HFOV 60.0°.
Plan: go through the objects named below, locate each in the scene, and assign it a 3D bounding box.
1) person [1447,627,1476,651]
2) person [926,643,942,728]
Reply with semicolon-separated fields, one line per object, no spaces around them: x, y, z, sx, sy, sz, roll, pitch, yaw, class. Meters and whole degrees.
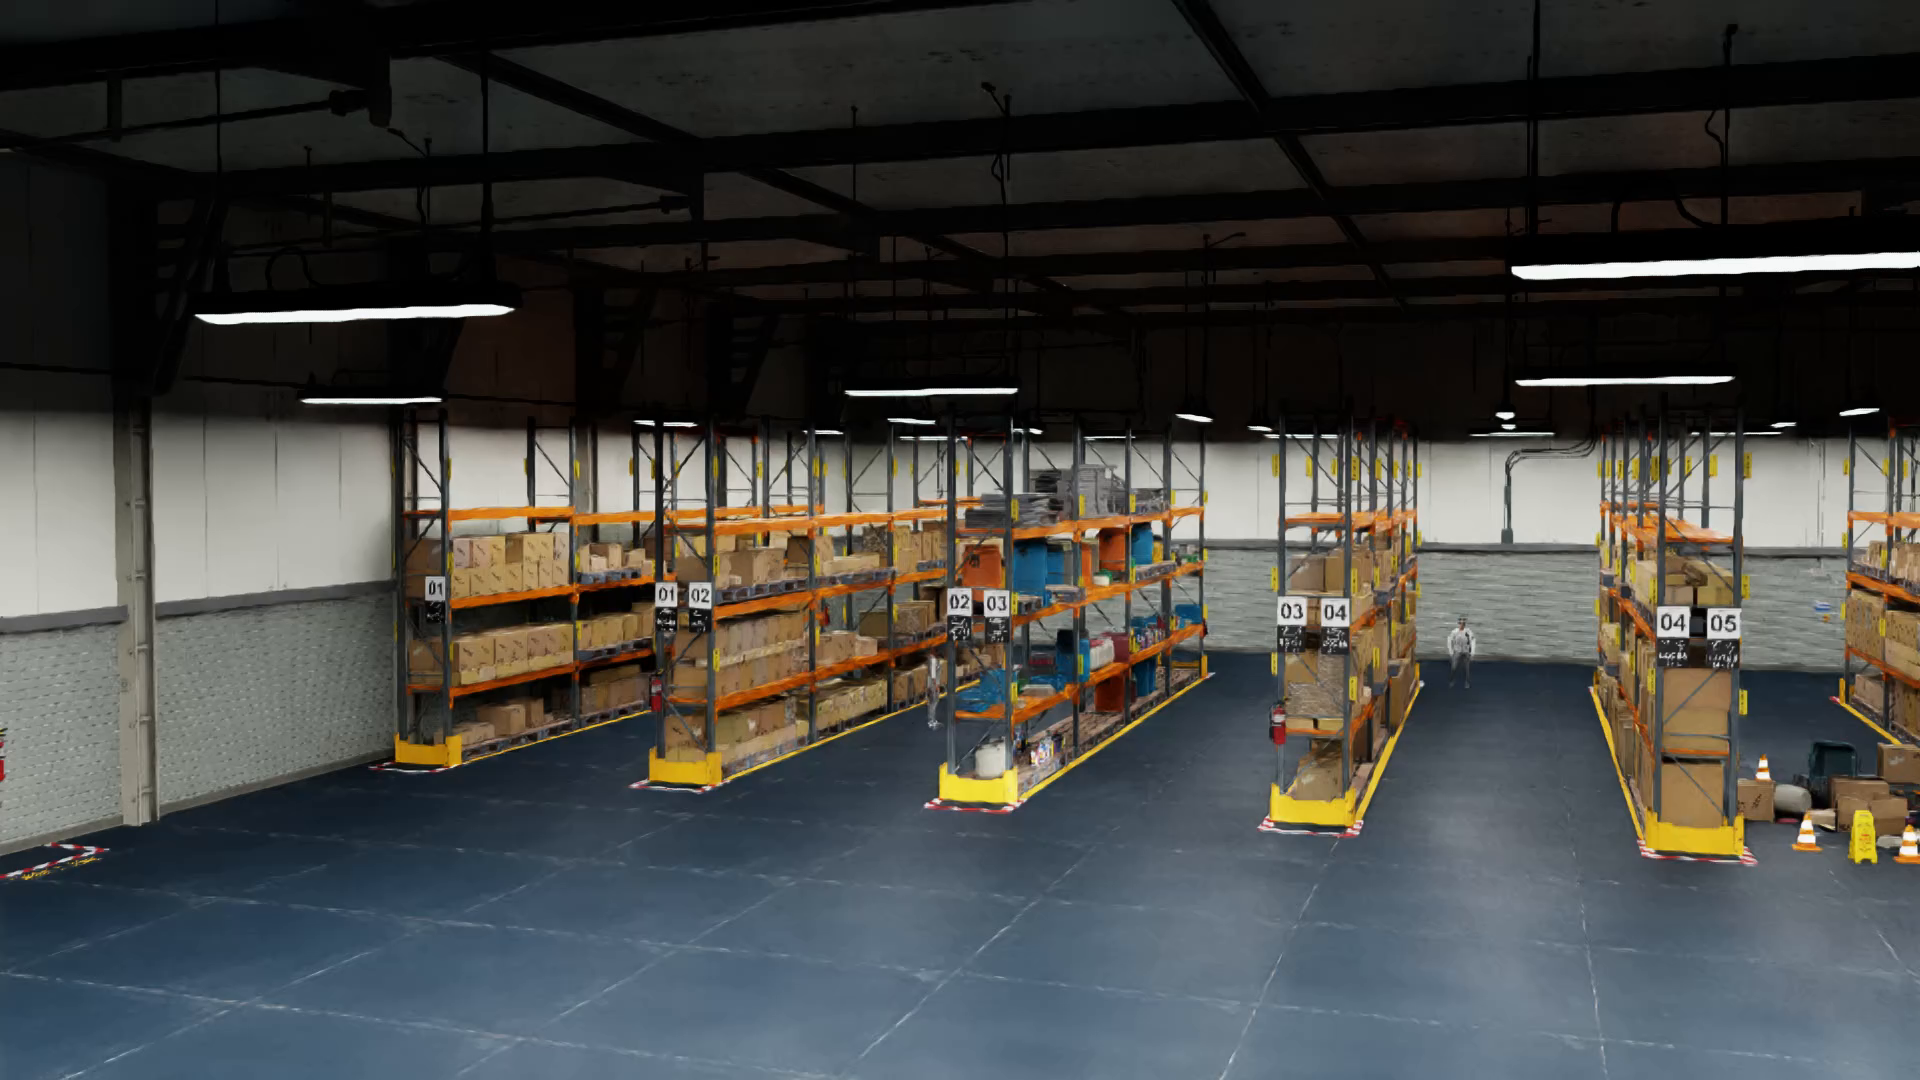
11.447;2.256;37.953;0.639;0.574;0.275;1;3;16;person
-0.496;2.831;32.336;0.330;1.641;0.468;0;2;-9;person
